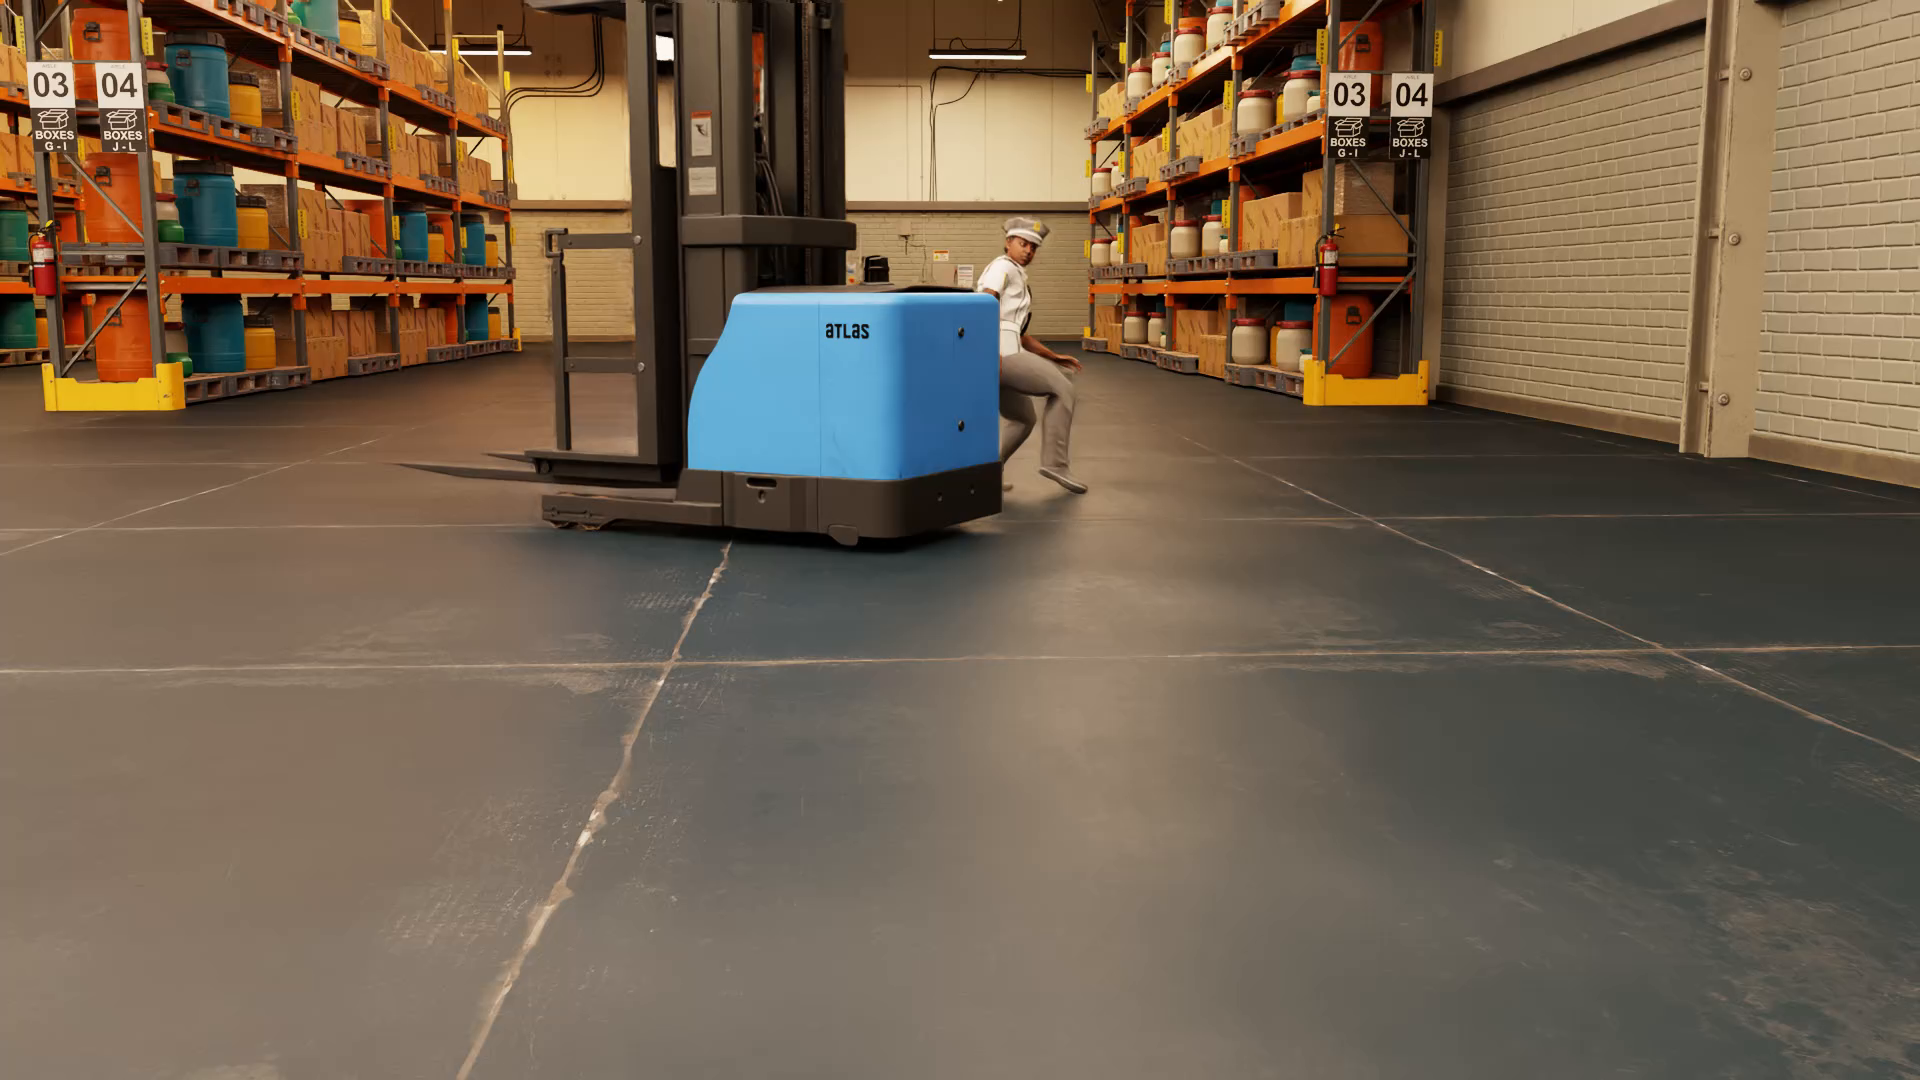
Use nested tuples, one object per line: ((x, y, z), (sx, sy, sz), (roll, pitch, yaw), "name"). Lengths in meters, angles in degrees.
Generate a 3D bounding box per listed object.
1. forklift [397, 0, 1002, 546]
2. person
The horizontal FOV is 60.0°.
((-1.351, -1.553, 7.787), (3.031, 2.935, 1.130), (4, 10, 28), "forklift")
((0.362, -0.968, 8.878), (0.722, 1.489, 0.683), (-3, 9, -17), "person")
